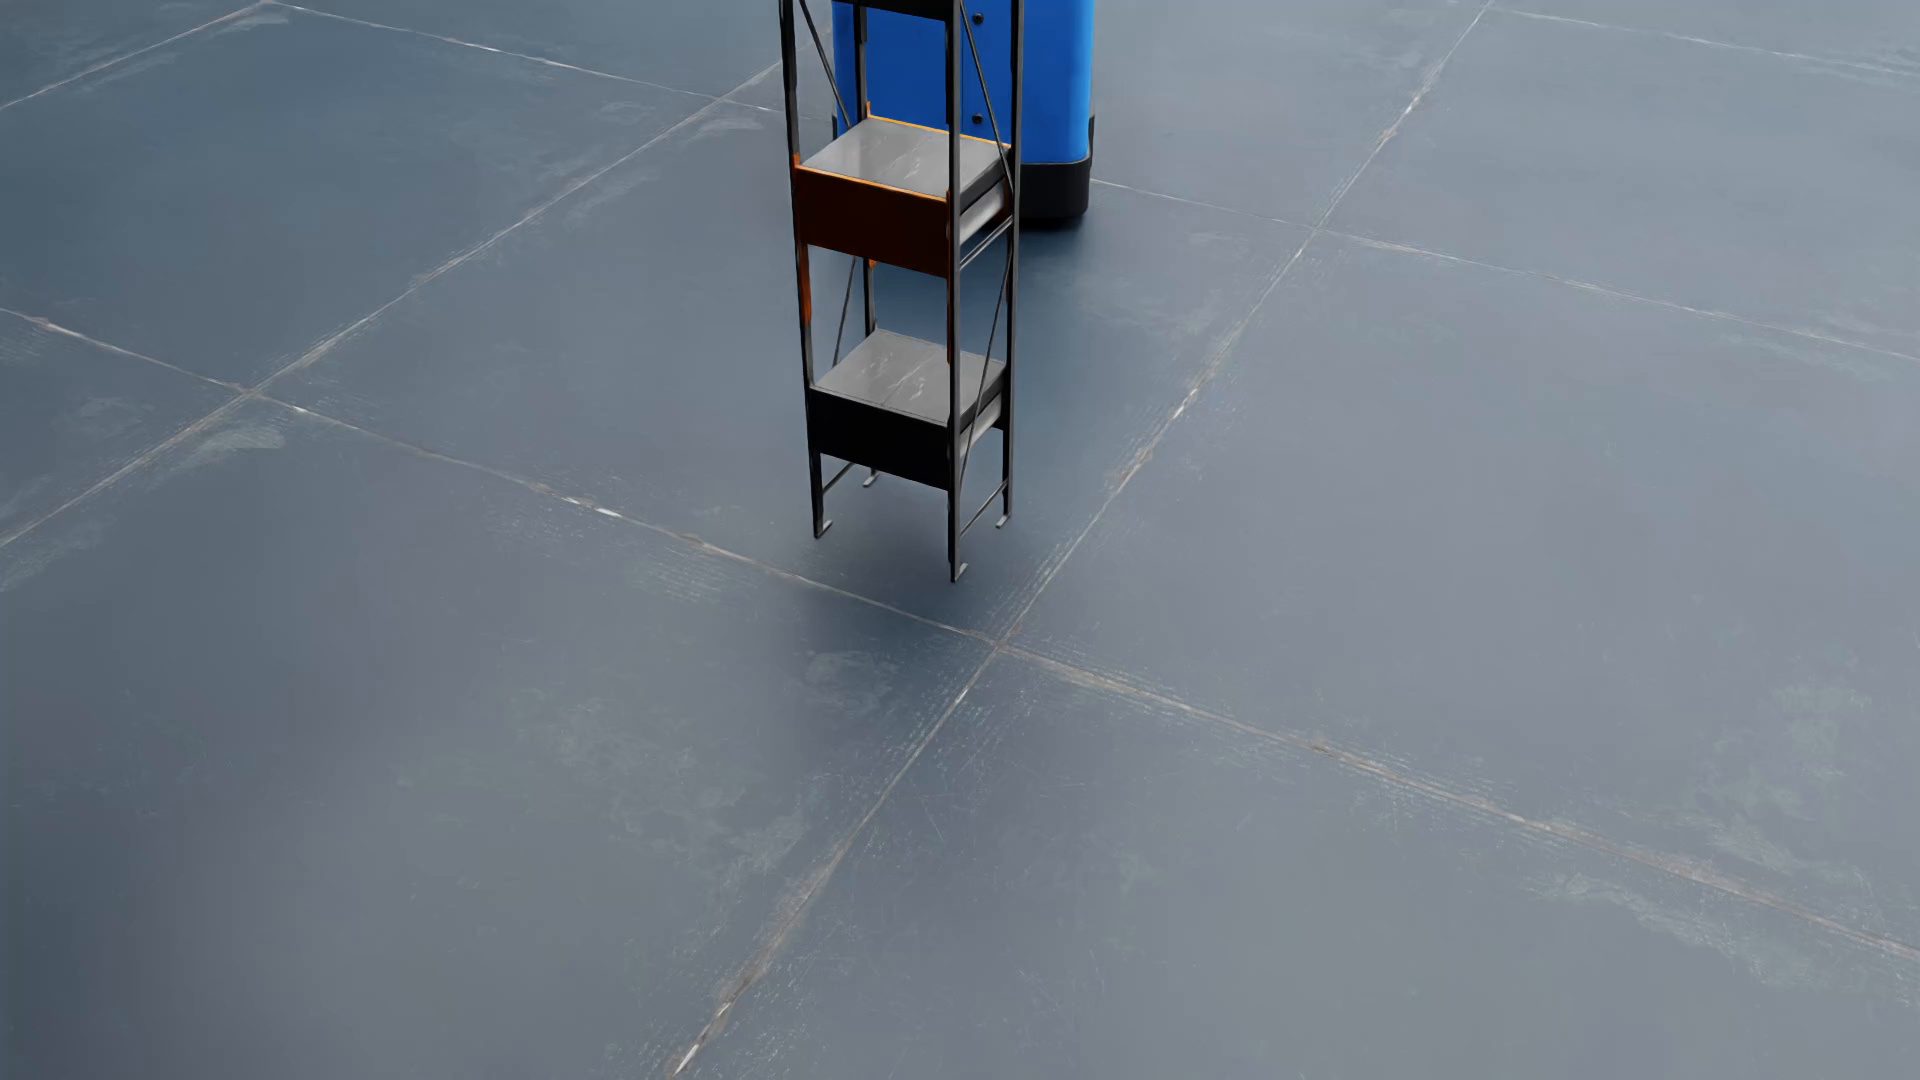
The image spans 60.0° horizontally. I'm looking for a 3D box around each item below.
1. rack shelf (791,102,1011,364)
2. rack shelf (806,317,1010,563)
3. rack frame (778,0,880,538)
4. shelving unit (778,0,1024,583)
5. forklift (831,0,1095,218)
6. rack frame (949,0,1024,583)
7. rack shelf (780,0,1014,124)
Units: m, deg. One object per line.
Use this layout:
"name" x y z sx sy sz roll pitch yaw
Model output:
"rack shelf" -0.147 -0.872 4.684 0.480 0.518 0.431 17 41 21
"rack shelf" -0.147 -0.314 5.107 0.480 0.518 0.431 17 41 21
"rack frame" -0.364 -0.950 4.765 0.015 2.100 0.400 17 41 21
"shelving unit" -0.147 -0.882 4.676 0.503 2.100 0.431 17 41 21
"forklift" 0.019 -3.362 7.256 1.130 2.935 3.031 0 37 0
"rack frame" 0.070 -0.815 4.586 0.015 2.100 0.400 17 41 21
"rack shelf" -0.147 -1.429 4.261 0.480 0.518 0.431 17 41 21
